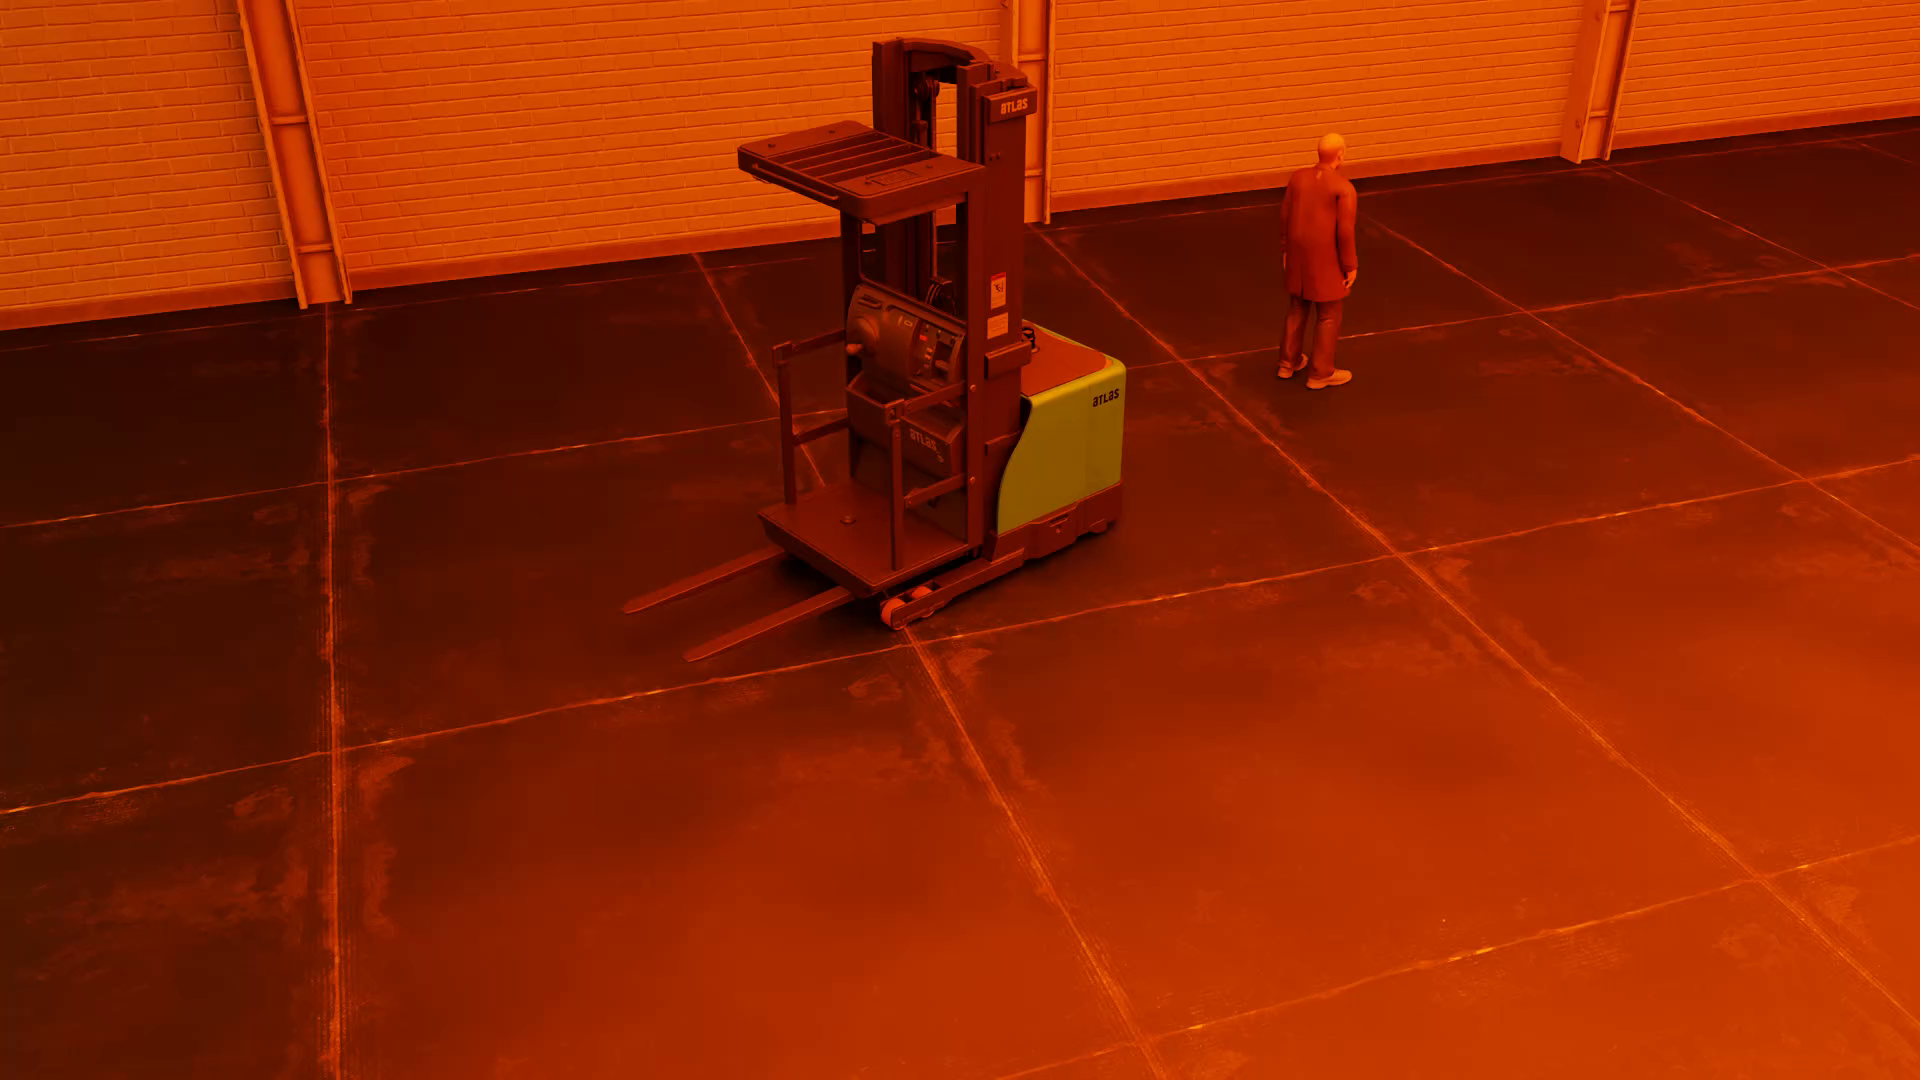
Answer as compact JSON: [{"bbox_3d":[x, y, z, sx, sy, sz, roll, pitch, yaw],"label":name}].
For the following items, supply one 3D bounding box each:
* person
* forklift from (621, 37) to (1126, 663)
[{"bbox_3d":[2.501,-1.957,11.649,0.420,1.774,0.644,-24,38,-36],"label":"person"},{"bbox_3d":[-0.461,-1.072,8.951,3.031,2.935,1.130,-23,37,-34],"label":"forklift"}]
